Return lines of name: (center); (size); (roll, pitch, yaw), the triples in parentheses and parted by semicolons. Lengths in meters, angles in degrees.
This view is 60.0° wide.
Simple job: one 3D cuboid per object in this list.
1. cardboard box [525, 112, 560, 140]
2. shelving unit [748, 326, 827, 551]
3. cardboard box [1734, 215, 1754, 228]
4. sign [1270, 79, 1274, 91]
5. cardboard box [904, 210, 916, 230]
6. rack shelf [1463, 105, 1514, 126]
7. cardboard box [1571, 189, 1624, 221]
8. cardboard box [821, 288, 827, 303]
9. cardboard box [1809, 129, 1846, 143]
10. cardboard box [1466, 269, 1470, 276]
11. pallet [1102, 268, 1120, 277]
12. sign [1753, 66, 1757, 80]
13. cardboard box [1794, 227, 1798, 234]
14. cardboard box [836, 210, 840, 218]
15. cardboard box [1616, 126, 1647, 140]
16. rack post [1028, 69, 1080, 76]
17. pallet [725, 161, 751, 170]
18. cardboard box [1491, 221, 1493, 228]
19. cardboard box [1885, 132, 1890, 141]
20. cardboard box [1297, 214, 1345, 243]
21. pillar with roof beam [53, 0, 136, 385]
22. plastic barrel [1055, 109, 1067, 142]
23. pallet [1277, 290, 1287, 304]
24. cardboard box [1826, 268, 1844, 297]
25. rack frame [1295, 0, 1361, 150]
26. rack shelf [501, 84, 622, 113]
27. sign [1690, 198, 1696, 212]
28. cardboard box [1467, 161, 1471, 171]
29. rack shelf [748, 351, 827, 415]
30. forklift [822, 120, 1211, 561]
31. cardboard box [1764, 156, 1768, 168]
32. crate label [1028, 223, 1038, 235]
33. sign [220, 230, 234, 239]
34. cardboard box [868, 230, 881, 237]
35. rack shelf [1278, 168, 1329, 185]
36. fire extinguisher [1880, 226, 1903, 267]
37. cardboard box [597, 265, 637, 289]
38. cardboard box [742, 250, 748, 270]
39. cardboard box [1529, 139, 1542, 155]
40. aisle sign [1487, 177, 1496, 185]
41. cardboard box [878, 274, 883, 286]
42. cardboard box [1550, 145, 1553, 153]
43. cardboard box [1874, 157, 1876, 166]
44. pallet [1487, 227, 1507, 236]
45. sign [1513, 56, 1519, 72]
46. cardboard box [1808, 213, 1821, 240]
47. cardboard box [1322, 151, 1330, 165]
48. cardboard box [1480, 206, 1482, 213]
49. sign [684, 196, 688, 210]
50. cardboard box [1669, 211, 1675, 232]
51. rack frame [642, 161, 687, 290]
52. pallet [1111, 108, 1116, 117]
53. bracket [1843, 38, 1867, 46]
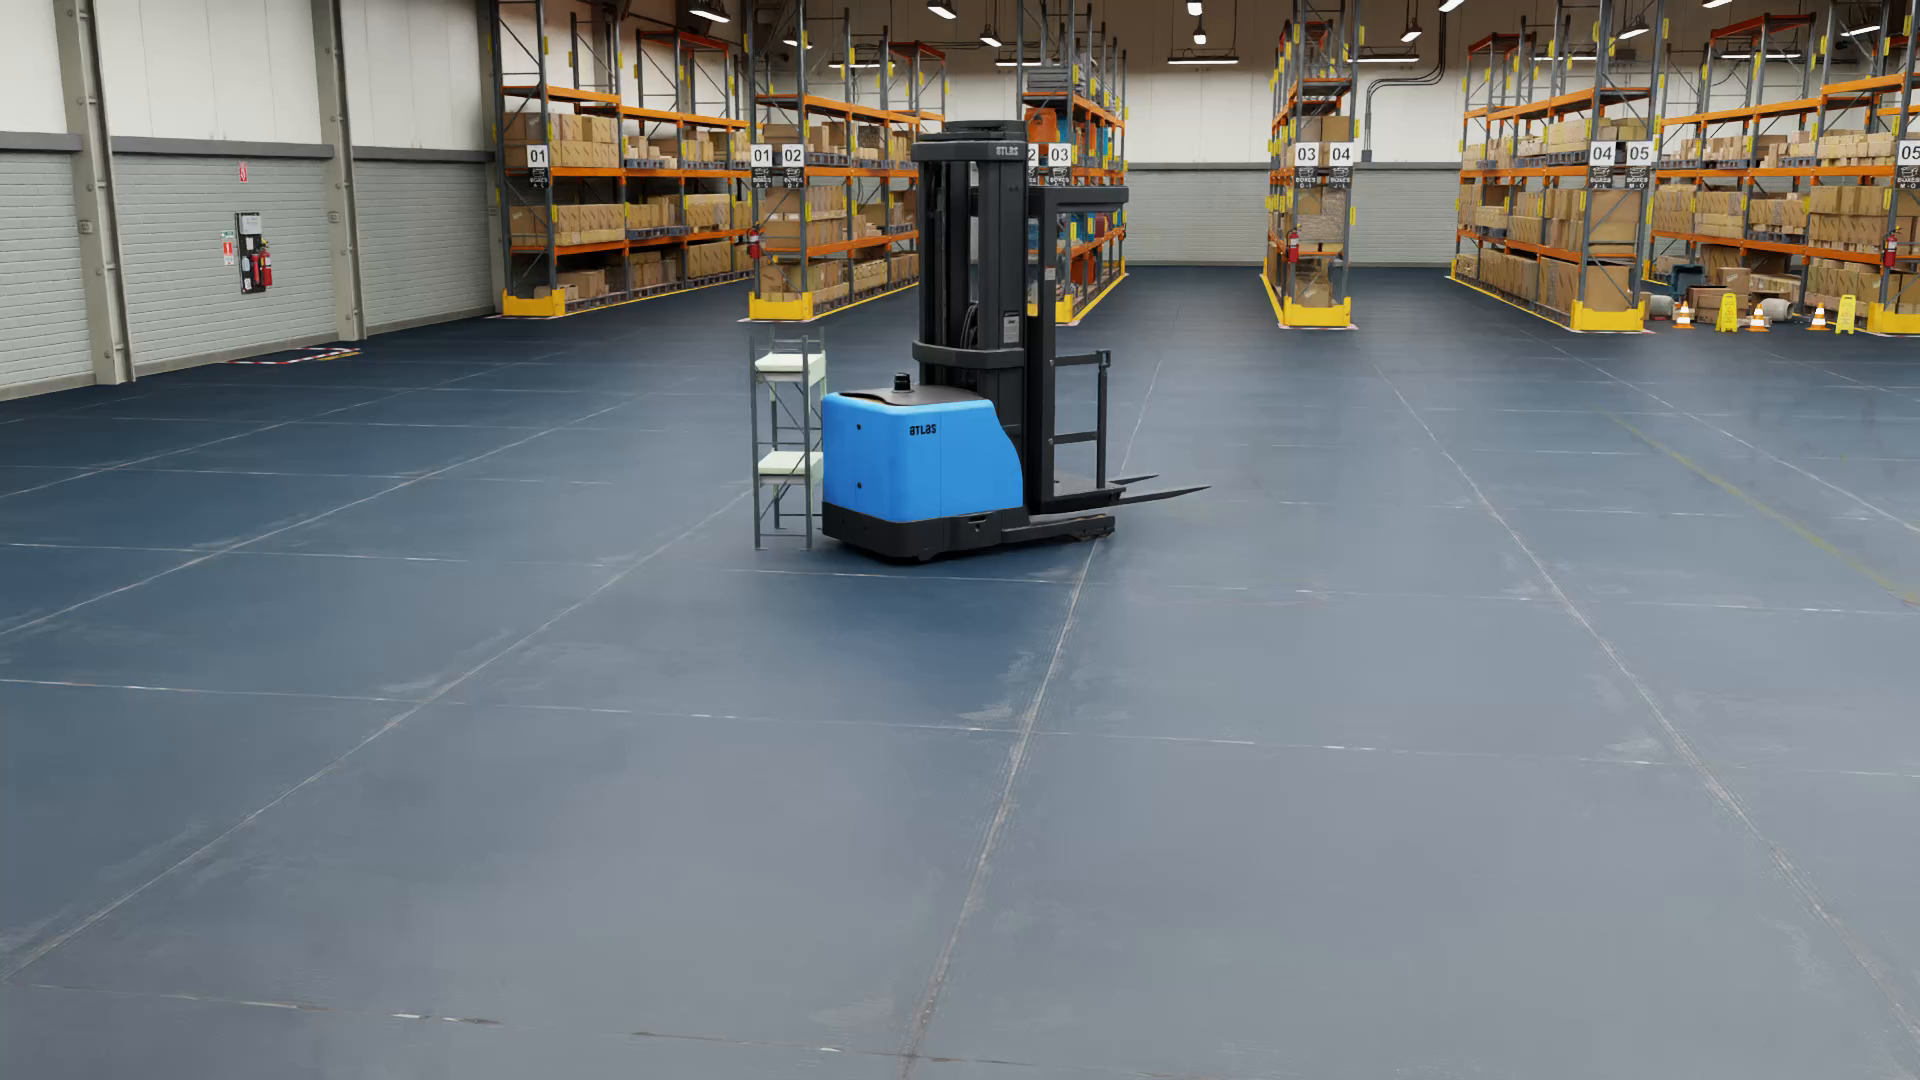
cardboard box: (-7.971, -7.901, 31.756); (0.500, 0.500, 0.500); (1, 12, 5)
shelving unit: (-1.211, -0.740, 11.867); (0.431, 1.500, 0.755); (1, 12, 4)
cardboard box: (17.259, -6.958, 36.327); (0.500, 0.250, 0.500); (2, 12, 8)
sign: (8.327, -12.150, 44.418); (0.100, 0.325, 0.005); (2, 12, 9)
cardboard box: (-1.181, -8.299, 43.146); (0.500, 0.500, 0.500); (2, 12, 10)
rack shelf: (13.452, -10.645, 41.744); (1.077, 0.370, 4.000); (2, 12, 9)
cardboard box: (11.388, -5.946, 29.546); (0.875, 0.550, 0.550); (2, 12, 9)
cardboard box: (-2.922, -4.829, 32.810); (0.500, 0.250, 0.500); (2, 12, 9)
cardboard box: (16.784, -7.812, 32.176); (0.500, 0.250, 0.500); (2, 12, 10)
cardboard box: (13.027, -6.769, 42.054); (0.380, 0.149, 0.250); (2, 12, 9)
pallet: (3.815, -7.291, 45.323); (1.003, 0.211, 1.213); (2, 12, 9)
sign: (18.589, -10.923, 38.913); (0.100, 0.325, 0.005); (2, 12, 9)
cardboard box: (16.685, -6.098, 32.767); (0.380, 0.149, 0.250); (2, 12, 7)
cardboard box: (-2.667, -6.684, 34.112); (0.380, 0.149, 0.250); (2, 12, 7)
cardboard box: (11.627, -7.036, 28.819); (0.500, 0.250, 0.500); (2, 12, 9)
rack post: (1.786, -8.794, 31.618); (0.937, 0.300, 0.954); (2, 12, 8)
pallet: (-6.098, -10.159, 45.103); (1.003, 0.211, 1.213); (2, 12, 9)
cardboard box: (12.272, -7.174, 37.761); (0.380, 0.149, 0.250); (2, 12, 8)
cardboard box: (16.043, -6.878, 28.372); (0.380, 0.149, 0.250); (2, 12, 10)
cardboard box: (6.525, -5.641, 30.106); (0.875, 0.500, 0.500); (2, 12, 9)
pillar with roof beam: (-6.609, -6.284, 19.791); (9.100, 9.000, 0.400); (2, 12, 9)
plastic barrel: (1.876, -8.039, 32.871); (0.600, 0.901, 0.708); (2, 12, 9)
pallet: (7.332, -5.220, 35.712); (1.003, 0.211, 1.213); (2, 12, 9)
cardboard box: (16.311, -4.739, 30.612); (0.500, 0.500, 0.500); (3, 12, 12)
rack frame: (6.413, -8.266, 28.989); (1.000, 3.000, 0.127); (2, 12, 9)
rack shelf: (-7.962, -8.810, 33.231); (1.077, 0.370, 4.000); (2, 12, 9)
sign: (17.502, -7.990, 39.704); (0.100, 0.325, 0.005); (2, 12, 9)
cardboard box: (13.286, -9.573, 42.529); (0.500, 0.250, 0.500); (1, 12, 7)
rack shelf: (-1.212, -1.122, 11.784); (0.431, 0.370, 0.720); (1, 12, 4)
forklift: (0.517, -1.509, 12.037); (3.031, 2.935, 1.130); (-8, 15, -34)
cardboard box: (17.180, -7.965, 35.031); (0.396, 0.266, 0.258); (2, 12, 9)
crate label: (1.535, -5.903, 32.180); (0.502, 0.435, 0.616); (2, 12, 9)
sign: (-10.535, -4.392, 23.909); (0.001, 0.109, 0.331); (2, 12, 9)
cardboard box: (-2.009, -7.001, 37.957); (0.380, 0.149, 0.250); (2, 12, 9)
rack shelf: (7.336, -7.697, 35.176); (1.077, 0.370, 4.000); (2, 12, 9)
fire extinguisher: (15.733, -4.965, 28.098); (0.296, 0.674, 0.183); (2, 12, 9)
cardboard box: (-7.558, -5.794, 36.649); (0.700, 0.500, 0.500); (2, 12, 11)
cardboard box: (-6.127, -7.553, 44.857); (0.700, 0.500, 0.500); (2, 12, 8)
cardboard box: (11.966, -8.033, 34.006); (0.500, 0.311, 0.500); (1, 12, 7)
aisle sign: (14.067, -9.759, 43.984); (0.394, 0.787, 0.004); (2, 12, 9)
cardboard box: (-2.060, -5.957, 38.043); (0.500, 0.250, 0.500); (2, 12, 8)
cardboard box: (11.484, -7.463, 31.746); (0.380, 0.149, 0.250); (2, 12, 9)
cardboard box: (16.169, -6.597, 28.959); (0.380, 0.149, 0.250); (2, 12, 9)
pallet: (12.793, -7.137, 38.443); (1.003, 0.211, 1.213); (2, 12, 9)
sign: (11.992, -10.260, 35.838); (0.100, 0.325, 0.005); (2, 12, 9)
cardboard box: (16.478, -5.957, 31.570); (0.500, 0.500, 0.500); (2, 12, 8)
cardboard box: (6.743, -6.818, 29.747); (0.500, 0.250, 0.500); (2, 12, 10)
cardboard box: (12.550, -7.844, 39.459); (0.380, 0.149, 0.250); (2, 12, 9)
sign: (-6.502, -7.992, 39.396); (0.100, 0.325, 0.005); (2, 12, 9)
cardboard box: (18.102, -7.985, 41.687); (0.500, 0.500, 0.500); (2, 12, 11)
rack frame: (-7.039, -7.480, 39.582); (1.000, 3.000, 0.127); (2, 12, 9)
pallet: (3.268, -10.463, 40.583); (1.003, 0.211, 1.213); (2, 12, 9)
bracket: (25.019, -14.087, 47.454); (0.076, 0.066, 5.218); (2, 12, 9)
